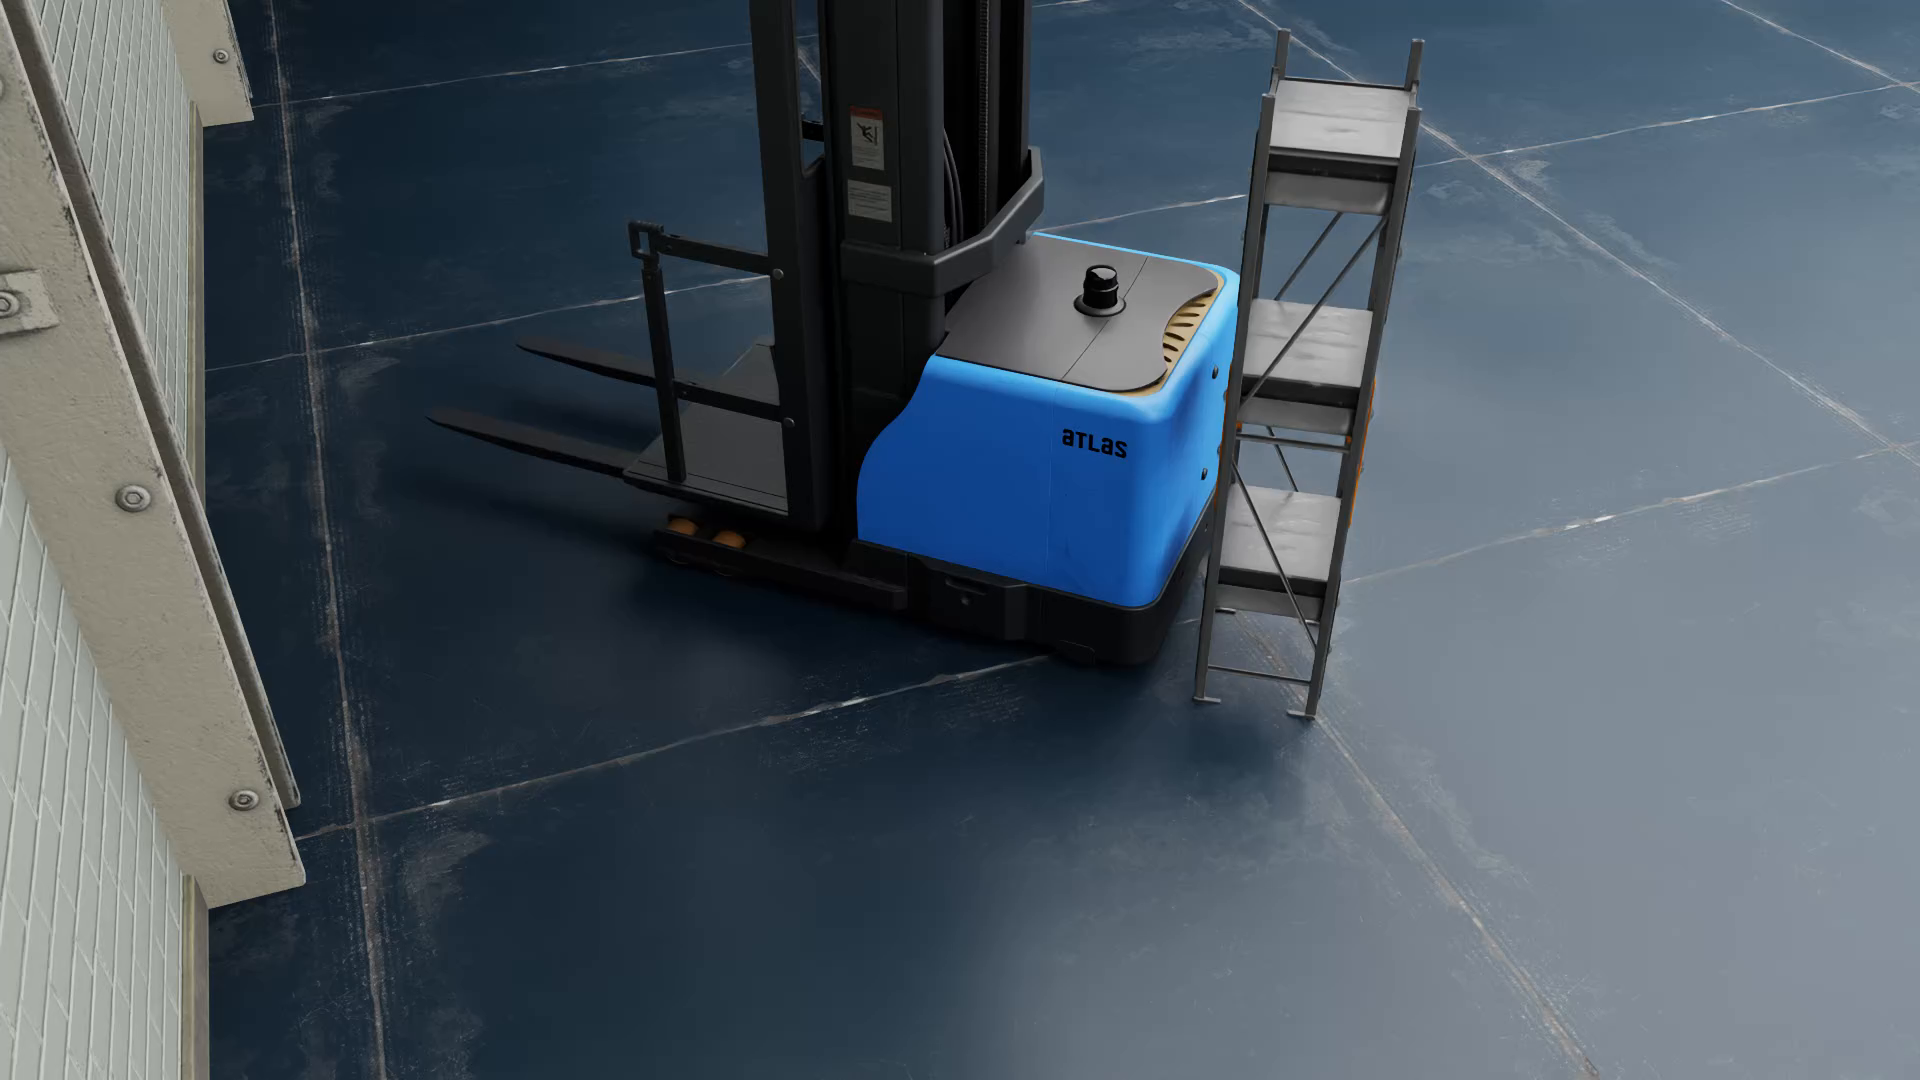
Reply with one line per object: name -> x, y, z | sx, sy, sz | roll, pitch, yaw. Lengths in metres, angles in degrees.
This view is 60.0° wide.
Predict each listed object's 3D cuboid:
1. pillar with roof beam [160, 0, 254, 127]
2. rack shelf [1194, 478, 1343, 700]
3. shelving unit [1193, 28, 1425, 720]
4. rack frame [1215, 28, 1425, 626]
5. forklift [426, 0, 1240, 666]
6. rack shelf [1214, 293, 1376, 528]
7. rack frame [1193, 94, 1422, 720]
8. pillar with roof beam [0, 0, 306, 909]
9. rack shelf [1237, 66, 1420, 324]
pillar with roof beam -> -0.165, -6.940, 7.985 | 9.100, 9.000, 0.400 | -12, 39, -16
rack shelf -> 1.031, 0.147, 5.496 | 0.431, 0.518, 0.480 | 8, 38, 11
shelving unit -> 1.031, -0.423, 5.067 | 0.431, 2.100, 0.503 | 8, 38, 11
rack frame -> 1.087, -0.566, 5.256 | 0.400, 2.100, 0.015 | 8, 38, 11
forklift -> -0.575, -1.314, 5.559 | 3.031, 2.935, 1.130 | 14, 39, 18
rack shelf -> 1.031, -0.412, 5.075 | 0.431, 0.518, 0.480 | 8, 38, 11
rack frame -> 0.974, -0.280, 4.877 | 0.400, 2.100, 0.015 | 8, 38, 11
pillar with roof beam -> 1.900, -3.551, 3.485 | 9.100, 9.000, 0.400 | -12, 39, -16
rack shelf -> 1.031, -0.971, 4.654 | 0.431, 0.518, 0.480 | 8, 38, 11
